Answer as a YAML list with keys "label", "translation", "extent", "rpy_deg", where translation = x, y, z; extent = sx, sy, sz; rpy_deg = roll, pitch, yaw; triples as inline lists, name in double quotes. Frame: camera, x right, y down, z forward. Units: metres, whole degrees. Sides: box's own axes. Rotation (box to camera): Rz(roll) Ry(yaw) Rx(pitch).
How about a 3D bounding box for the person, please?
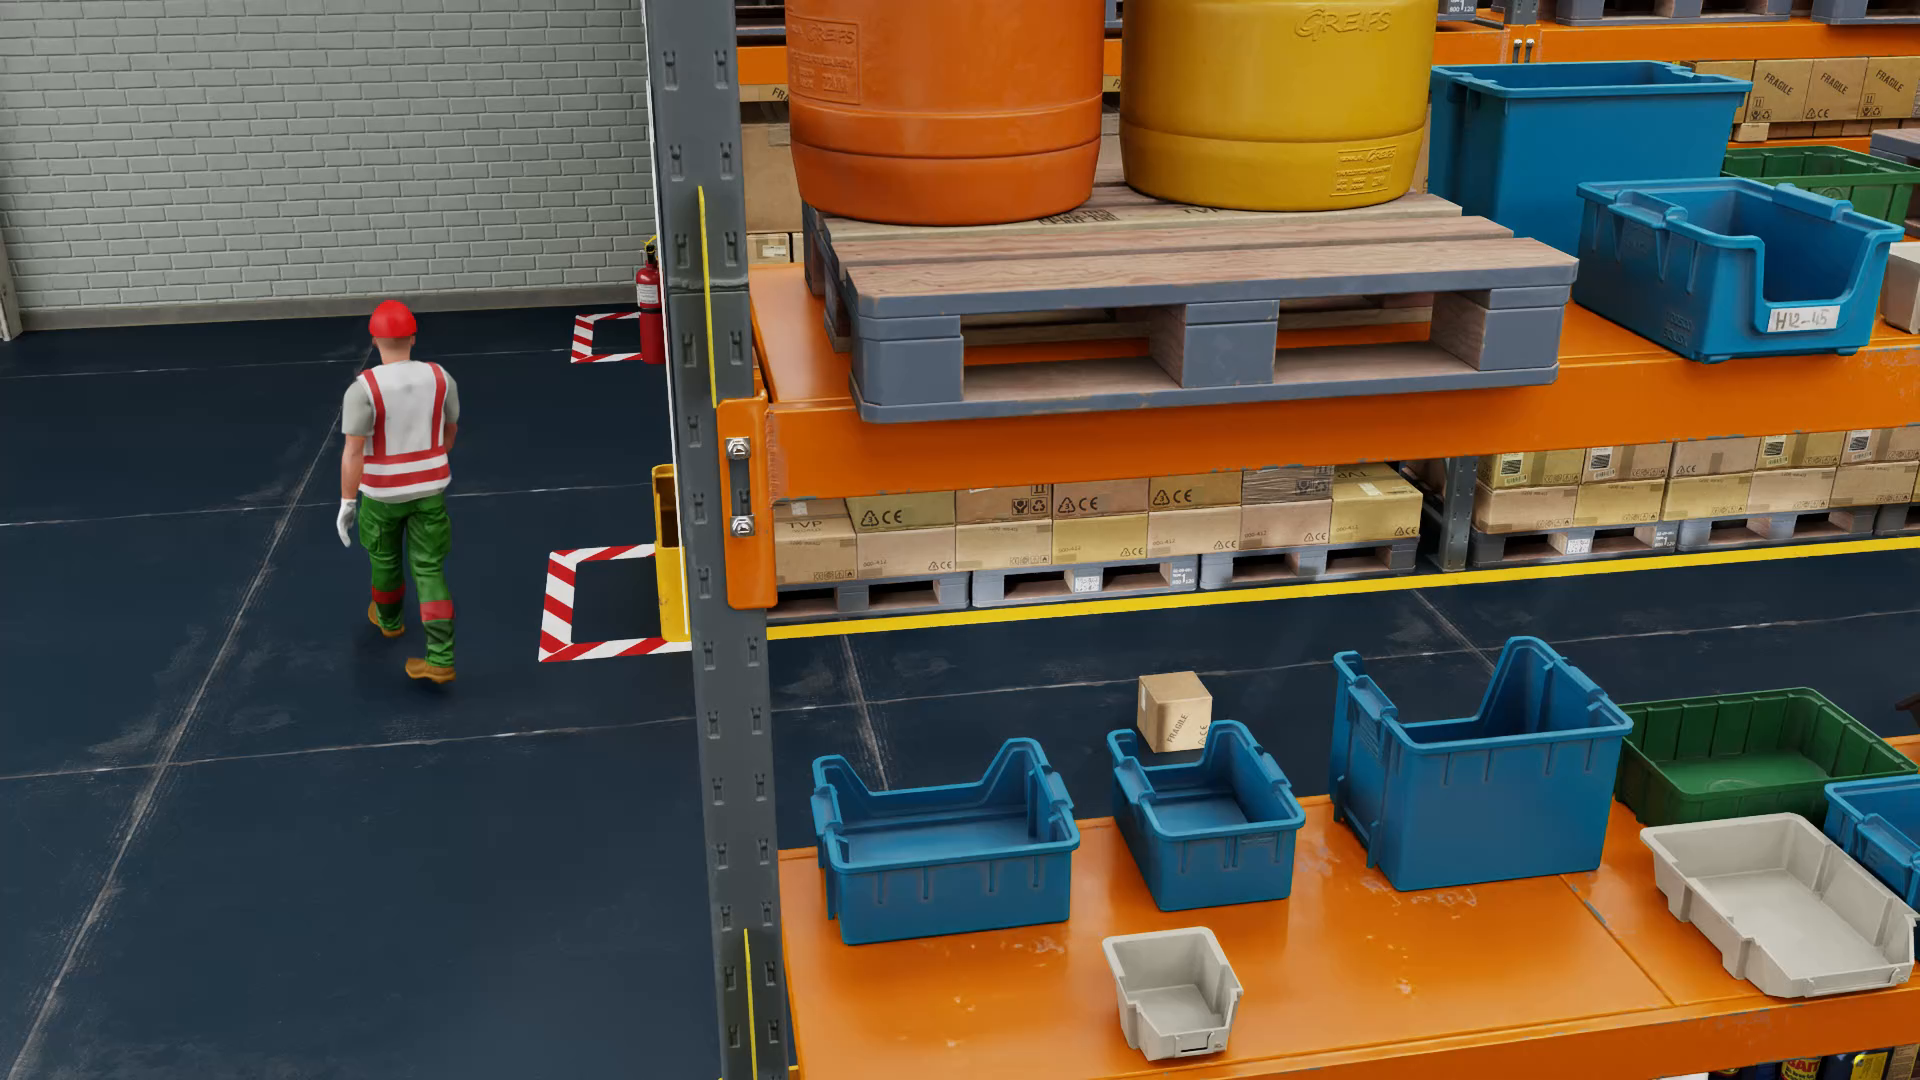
- label: "person"
  translation: [-2.613, -0.263, 7.679]
  extent: [0.636, 1.736, 0.980]
  rpy_deg: [-13, 27, -29]
